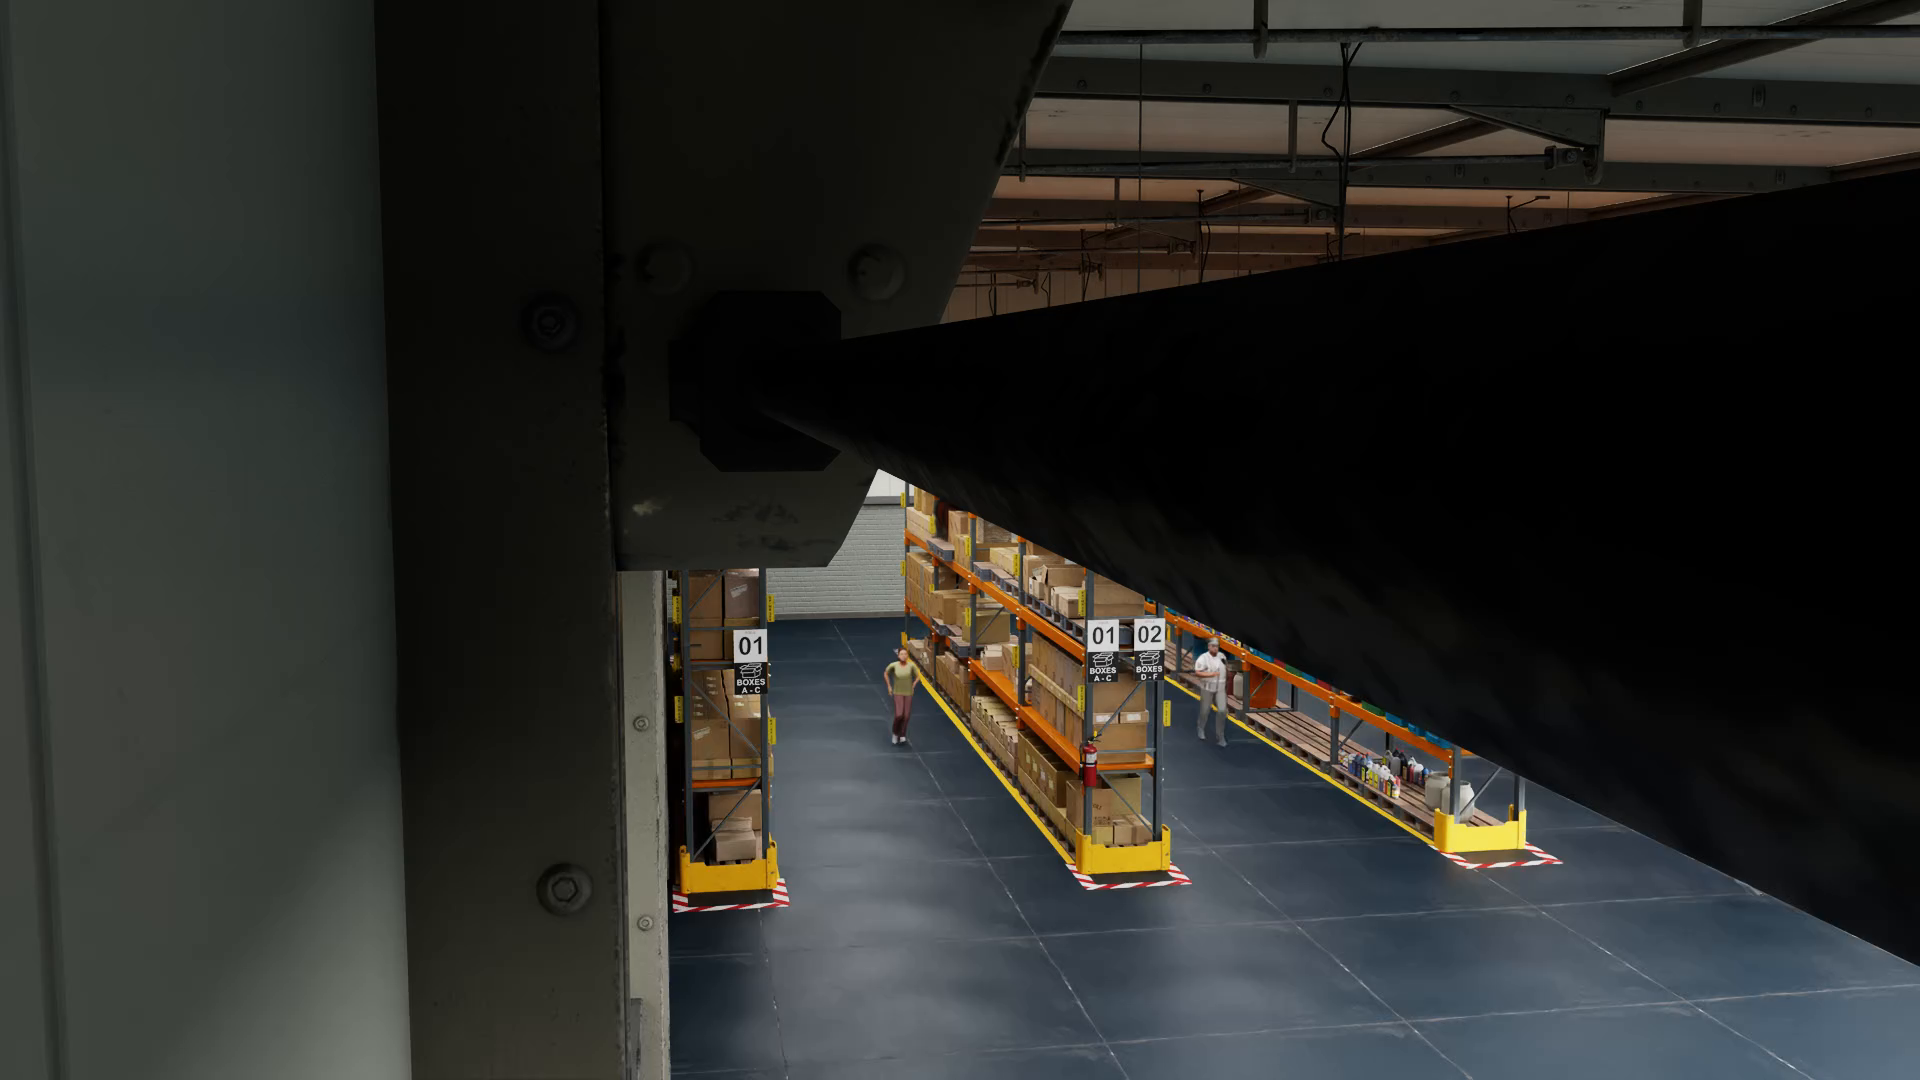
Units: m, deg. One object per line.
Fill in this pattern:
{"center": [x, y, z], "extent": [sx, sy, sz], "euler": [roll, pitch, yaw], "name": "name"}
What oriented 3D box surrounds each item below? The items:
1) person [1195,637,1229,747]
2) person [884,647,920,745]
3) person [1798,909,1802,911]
{"center": [4.245, 2.547, 28.050], "extent": [0.652, 1.863, 0.832], "euler": [-1, 6, -12], "name": "person"}
{"center": [-0.949, 2.611, 27.903], "extent": [0.581, 1.647, 0.623], "euler": [-1, 6, -13], "name": "person"}
{"center": [9.737, 3.454, 19.411], "extent": [0.765, 1.770, 0.657], "euler": [3, 7, 28], "name": "person"}
